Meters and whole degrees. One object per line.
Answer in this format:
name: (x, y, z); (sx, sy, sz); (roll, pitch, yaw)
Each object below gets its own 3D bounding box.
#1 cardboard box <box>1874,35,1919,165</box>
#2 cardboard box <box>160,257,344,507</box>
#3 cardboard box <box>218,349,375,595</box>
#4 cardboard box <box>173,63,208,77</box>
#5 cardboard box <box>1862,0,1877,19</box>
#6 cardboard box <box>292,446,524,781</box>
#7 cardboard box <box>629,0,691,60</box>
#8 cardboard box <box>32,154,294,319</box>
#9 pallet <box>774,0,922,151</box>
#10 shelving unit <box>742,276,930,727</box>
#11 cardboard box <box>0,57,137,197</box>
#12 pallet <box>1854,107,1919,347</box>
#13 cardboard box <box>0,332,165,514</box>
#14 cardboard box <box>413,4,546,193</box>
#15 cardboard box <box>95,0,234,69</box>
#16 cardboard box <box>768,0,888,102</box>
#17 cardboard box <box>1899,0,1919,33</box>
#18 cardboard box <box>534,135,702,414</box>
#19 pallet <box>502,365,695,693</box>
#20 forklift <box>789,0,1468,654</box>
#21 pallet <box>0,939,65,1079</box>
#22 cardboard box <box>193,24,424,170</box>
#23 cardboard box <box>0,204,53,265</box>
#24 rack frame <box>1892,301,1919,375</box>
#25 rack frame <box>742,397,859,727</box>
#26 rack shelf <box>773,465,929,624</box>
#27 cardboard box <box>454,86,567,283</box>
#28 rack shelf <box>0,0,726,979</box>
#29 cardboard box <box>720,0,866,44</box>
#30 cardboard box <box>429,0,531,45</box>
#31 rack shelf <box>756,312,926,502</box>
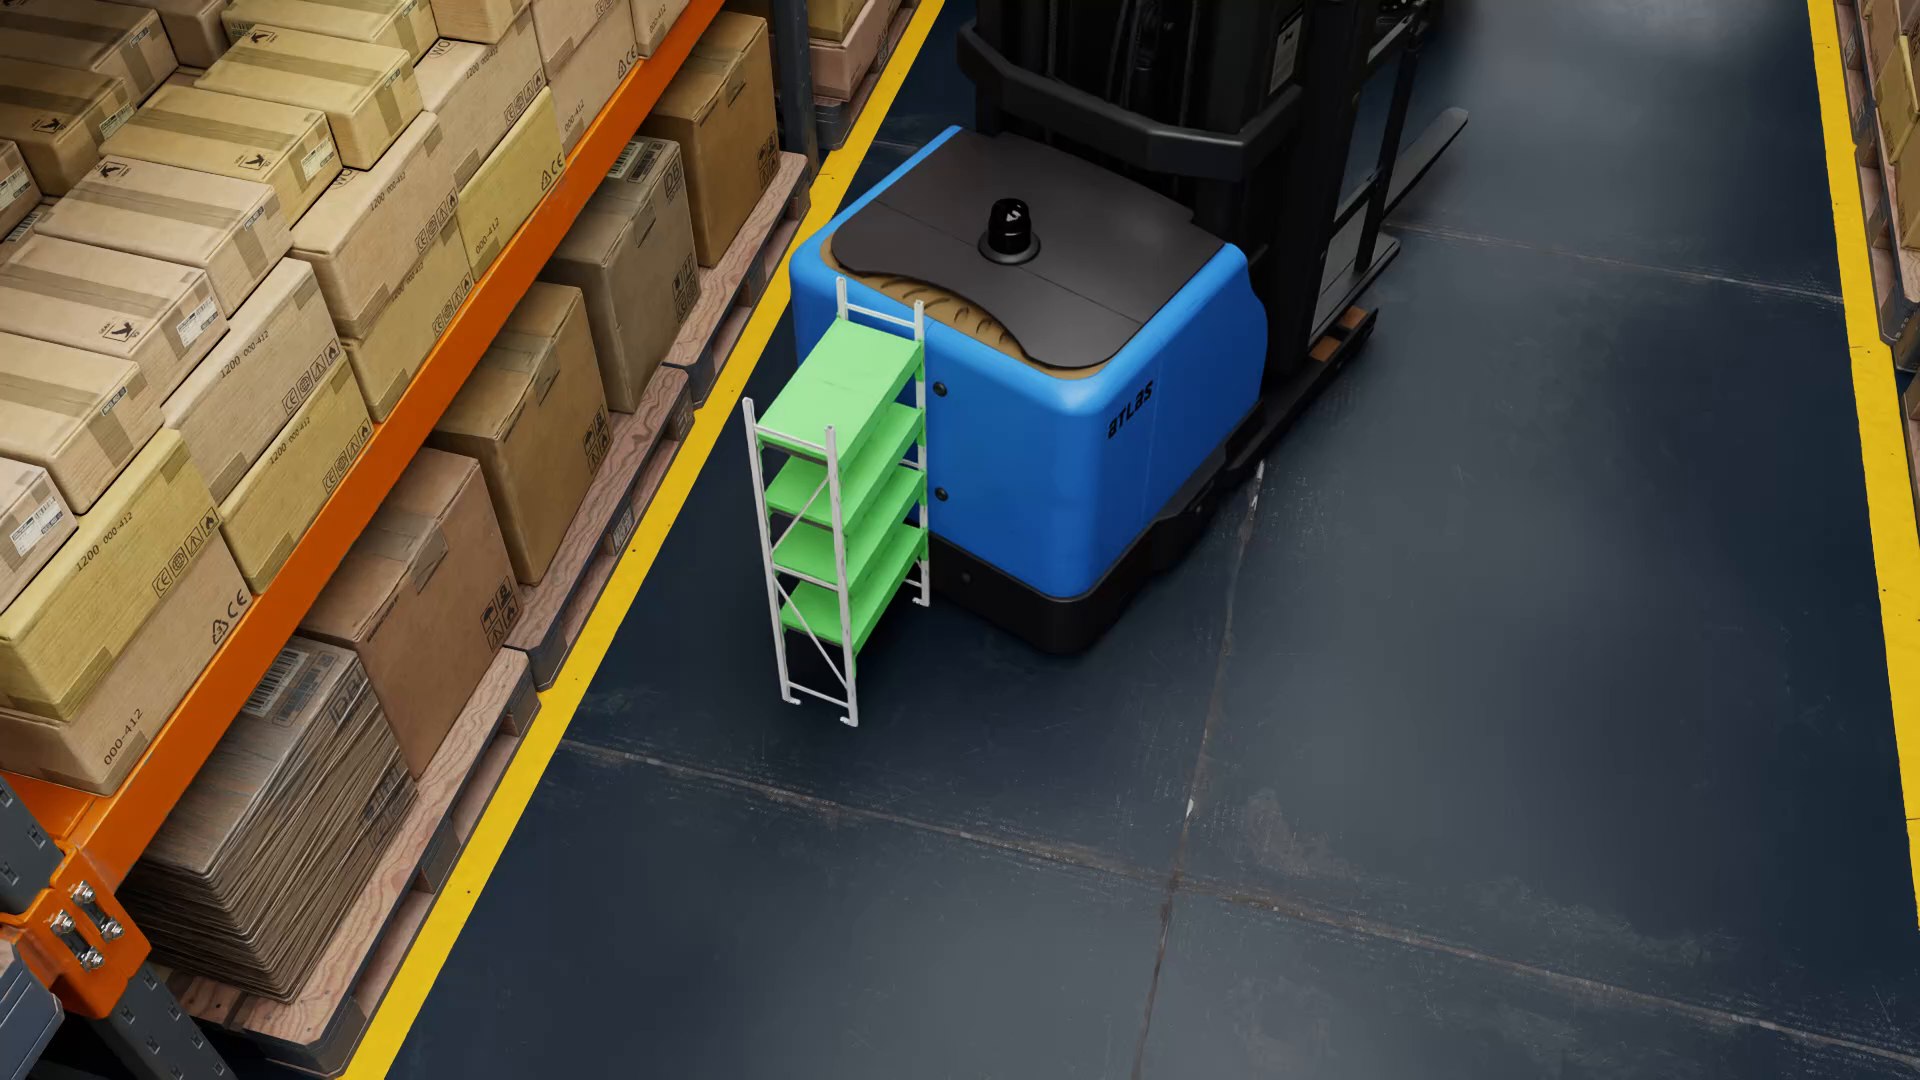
cardboard box: (3.768, -1.619, 6.232); (0.500, 0.250, 0.500); (10, 49, 9)
cardboard box: (-1.616, -0.356, 3.330); (0.500, 0.250, 0.500); (13, 50, 11)
cardboard box: (-1.612, -0.191, 3.518); (0.500, 0.250, 0.500); (11, 49, 9)
cardboard box: (-1.844, -1.195, 4.071); (0.500, 0.250, 0.500); (11, 49, 9)
cardboard box: (4.042, -2.350, 6.878); (0.500, 0.250, 0.500); (15, 50, 13)
cardboard box: (-1.760, 0.119, 4.448); (0.875, 0.625, 0.625); (13, 50, 11)
cardboard box: (-1.056, -1.668, 4.822); (0.500, 0.250, 0.500); (11, 50, 10)
cardboard box: (-1.565, -0.601, 3.281); (0.380, 0.149, 0.250); (12, 50, 10)
pallet: (-0.799, -2.143, 7.000); (1.003, 0.211, 1.213); (12, 50, 10)
shelving unit: (-0.304, -0.067, 4.509); (0.258, 1.200, 0.503); (19, 51, 16)
cardboard box: (-1.982, -0.880, 3.527); (0.380, 0.149, 0.250); (11, 50, 10)
pallet: (3.884, -1.092, 6.073); (1.003, 0.211, 1.213); (12, 50, 10)
cardboard box: (-1.664, -0.219, 2.943); (0.380, 0.149, 0.250); (13, 50, 11)
cardboard box: (-1.351, -1.105, 3.992); (0.500, 0.250, 0.500); (12, 50, 11)
cardboard box: (-1.826, -1.243, 3.847); (0.380, 0.149, 0.250); (13, 50, 11)
cardboard box: (-0.602, -2.012, 6.579); (0.500, 0.250, 0.500); (12, 50, 10)
cardboard box: (3.903, -2.218, 6.260); (0.500, 0.500, 0.500); (14, 50, 12)
cardboard box: (-1.387, -0.912, 5.358); (0.875, 0.625, 0.625); (11, 50, 10)
pallet: (-1.524, -0.150, 5.242); (1.003, 0.211, 1.213); (12, 50, 10)
forklift: (0.794, -1.705, 4.800); (1.130, 2.935, 3.031); (29, 55, 23)
pallet: (-2.212, 0.962, 2.528); (1.213, 0.211, 1.003); (12, 50, 10)
cardboard box: (-1.404, -0.961, 3.598); (0.380, 0.149, 0.250); (13, 50, 11)
cardboard box: (-2.118, -0.471, 3.432); (0.500, 0.250, 0.500); (12, 50, 10)
rack frame: (3.741, -1.522, 4.593); (1.000, 3.000, 0.127); (12, 50, 10)
rack frame: (-0.404, 0.100, 4.362); (0.240, 1.200, 0.015); (19, 51, 16)
rack shelf: (-0.304, -0.025, 4.557); (0.258, 0.148, 0.480); (19, 51, 16)
cardboard box: (-1.345, -0.940, 4.179); (0.500, 0.250, 0.500); (13, 50, 11)
rack shelf: (-1.575, -0.814, 4.448); (1.077, 0.370, 4.000); (12, 50, 10)
cardboard box: (-0.624, -2.182, 6.396); (0.500, 0.250, 0.500); (11, 50, 10)
cardboard box: (-1.227, -1.318, 3.914); (0.380, 0.149, 0.250); (10, 49, 9)
rack shelf: (-0.304, -0.342, 4.197); (0.258, 0.148, 0.480); (19, 51, 16)
